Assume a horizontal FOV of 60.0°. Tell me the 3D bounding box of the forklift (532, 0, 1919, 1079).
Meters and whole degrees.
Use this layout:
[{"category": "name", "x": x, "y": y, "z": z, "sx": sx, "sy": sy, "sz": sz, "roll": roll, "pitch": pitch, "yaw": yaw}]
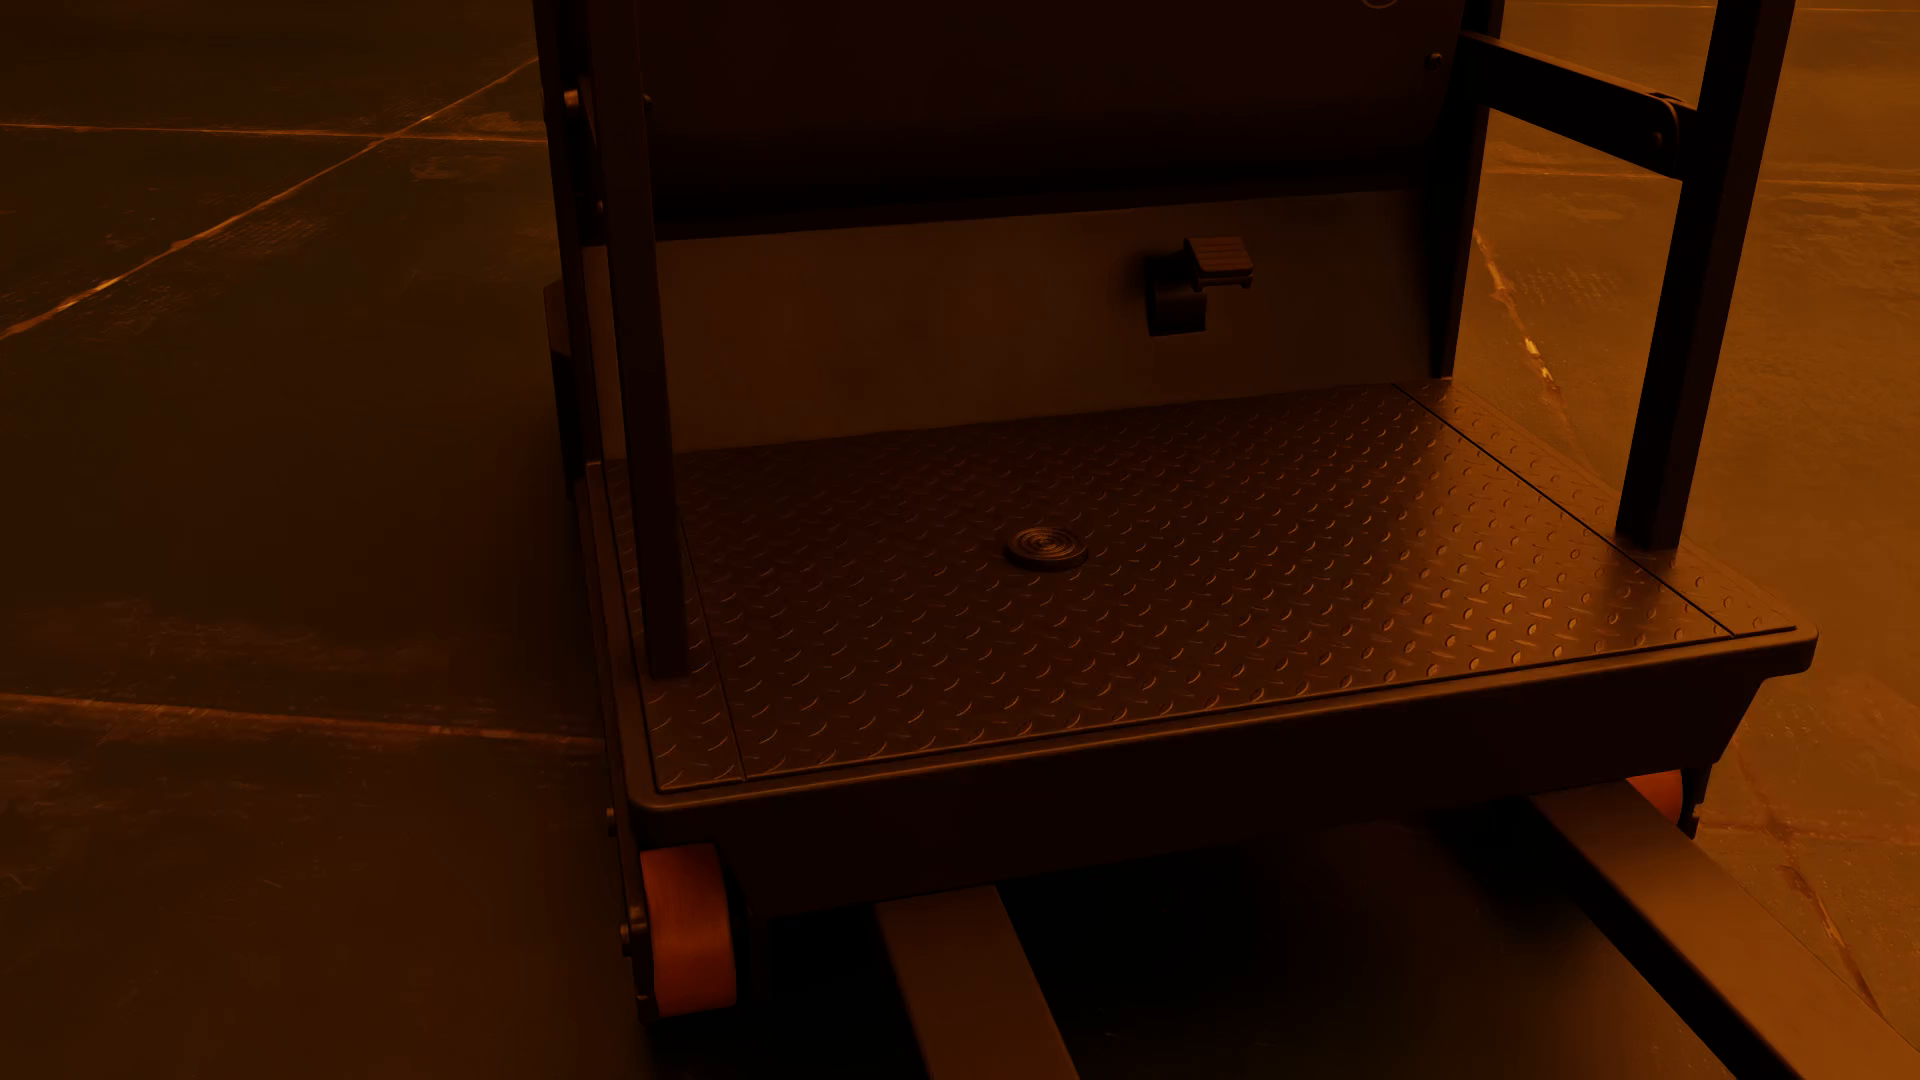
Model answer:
[{"category": "forklift", "x": 0.153, "y": -1.049, "z": 1.319, "sx": 1.130, "sy": 2.935, "sz": 3.031, "roll": -7, "pitch": 27, "yaw": -13}]
